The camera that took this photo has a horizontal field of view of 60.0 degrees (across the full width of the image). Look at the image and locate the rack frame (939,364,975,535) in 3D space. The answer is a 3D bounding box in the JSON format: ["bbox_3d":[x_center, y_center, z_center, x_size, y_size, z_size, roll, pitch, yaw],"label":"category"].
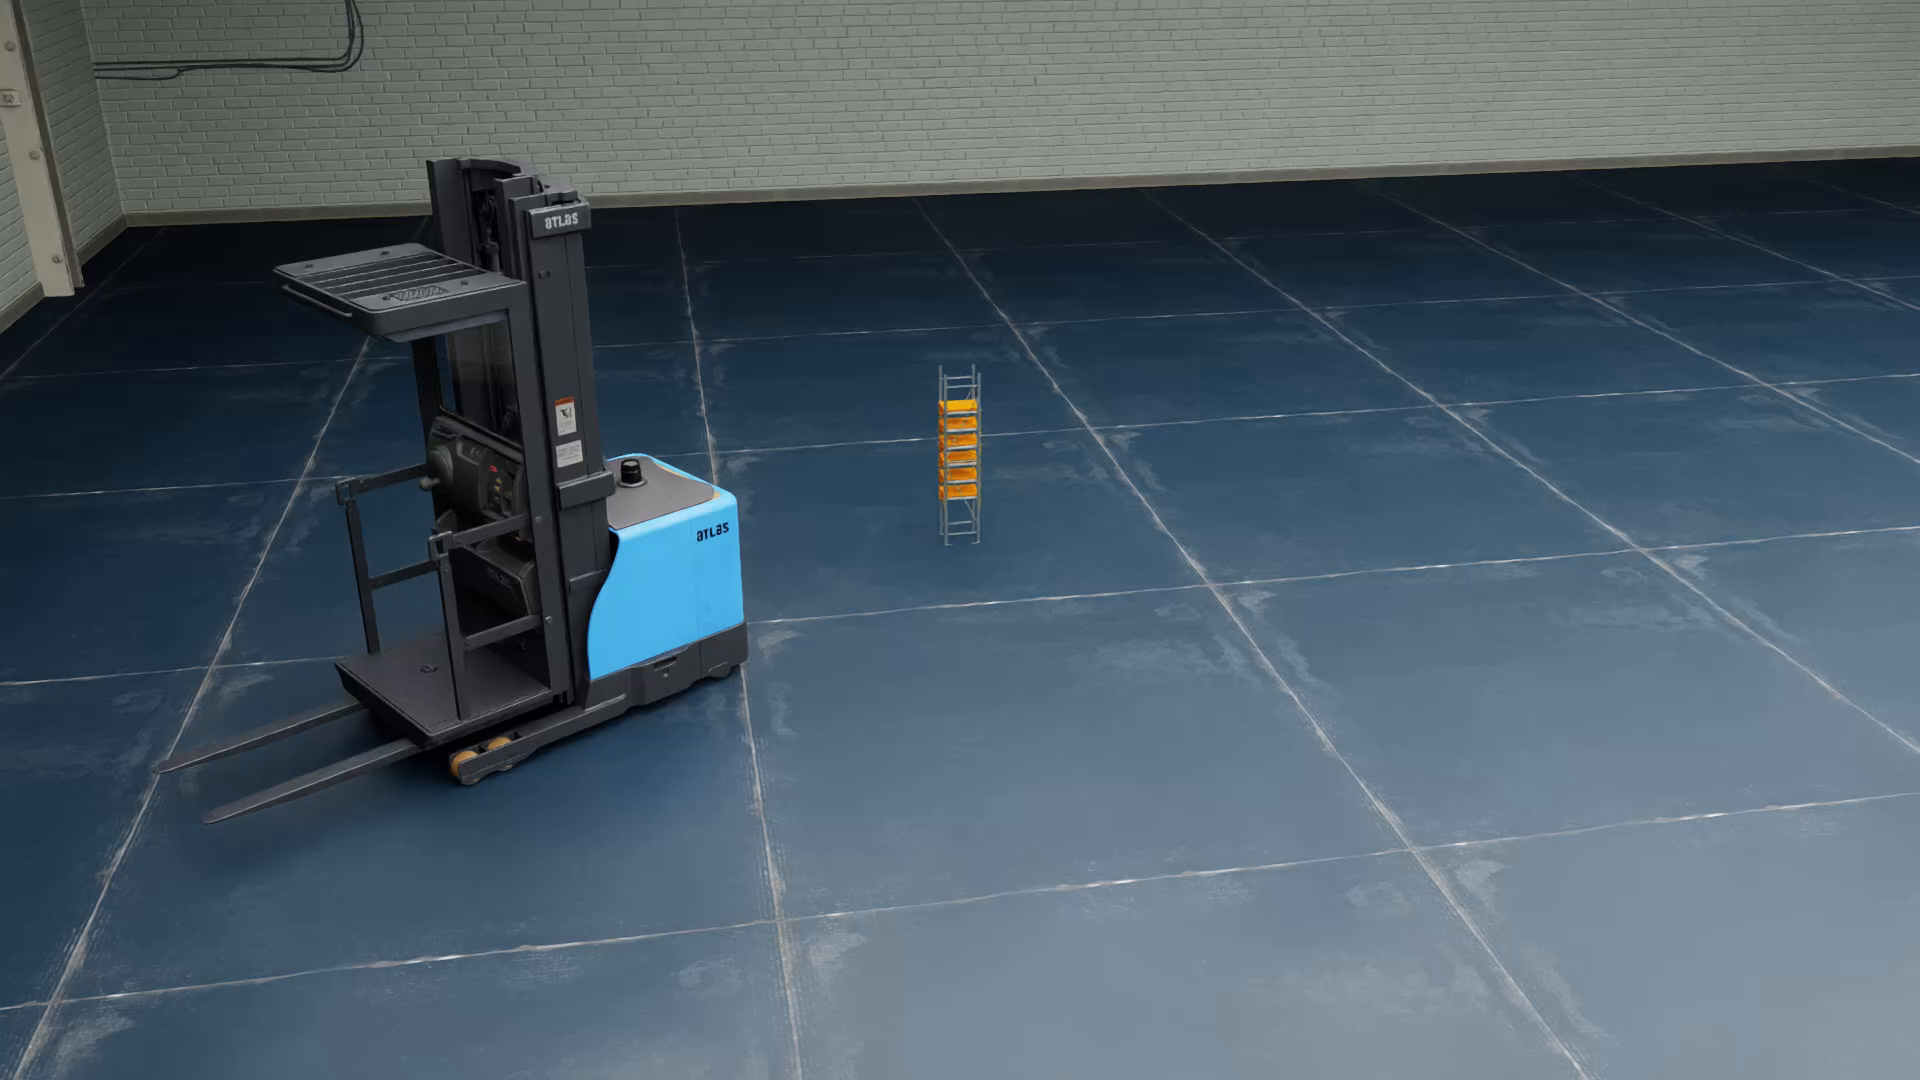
[{"bbox_3d":[-0.020,-0.592,11.105,0.240,1.200,0.006,-4,24,-10],"label":"rack frame"}]

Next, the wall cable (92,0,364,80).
[{"bbox_3d":[-8.478,-6.520,18.814,3.097,2.526,0.112,-4,24,-10],"label":"wall cable"}]

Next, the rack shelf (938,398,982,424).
[{"bbox_3d":[-0.003,-0.845,10.897,0.258,0.103,0.180,-4,24,-10],"label":"rack shelf"}]

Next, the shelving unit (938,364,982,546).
[{"bbox_3d":[-0.003,-0.556,11.023,0.258,1.200,0.189,-4,24,-10],"label":"shelving unit"}]

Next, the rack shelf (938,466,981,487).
[{"bbox_3d":[-0.003,-0.405,11.089,0.258,0.103,0.180,-4,24,-10],"label":"rack shelf"}]

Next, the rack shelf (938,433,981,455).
[{"bbox_3d":[-0.003,-0.625,10.993,0.258,0.103,0.180,-4,24,-10],"label":"rack shelf"}]

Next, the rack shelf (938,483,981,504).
[{"bbox_3d":[-0.003,-0.295,11.137,0.258,0.103,0.180,-4,24,-10],"label":"rack shelf"}]

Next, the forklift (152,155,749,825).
[{"bbox_3d":[-2.628,-0.340,8.368,3.031,2.935,1.130,-21,31,-39],"label":"forklift"}]

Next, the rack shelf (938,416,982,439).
[{"bbox_3d":[-0.003,-0.735,10.945,0.258,0.103,0.180,-4,24,-10],"label":"rack shelf"}]

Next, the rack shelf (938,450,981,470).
[{"bbox_3d":[-0.003,-0.515,11.041,0.258,0.103,0.180,-4,24,-10],"label":"rack shelf"}]

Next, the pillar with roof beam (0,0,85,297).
[{"bbox_3d":[-5.002,-7.005,16.045,9.100,9.000,0.400,-4,24,-10],"label":"pillar with roof beam"}]

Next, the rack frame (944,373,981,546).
[{"bbox_3d":[0.014,-0.520,10.940,0.240,1.200,0.006,-4,24,-10],"label":"rack frame"}]
